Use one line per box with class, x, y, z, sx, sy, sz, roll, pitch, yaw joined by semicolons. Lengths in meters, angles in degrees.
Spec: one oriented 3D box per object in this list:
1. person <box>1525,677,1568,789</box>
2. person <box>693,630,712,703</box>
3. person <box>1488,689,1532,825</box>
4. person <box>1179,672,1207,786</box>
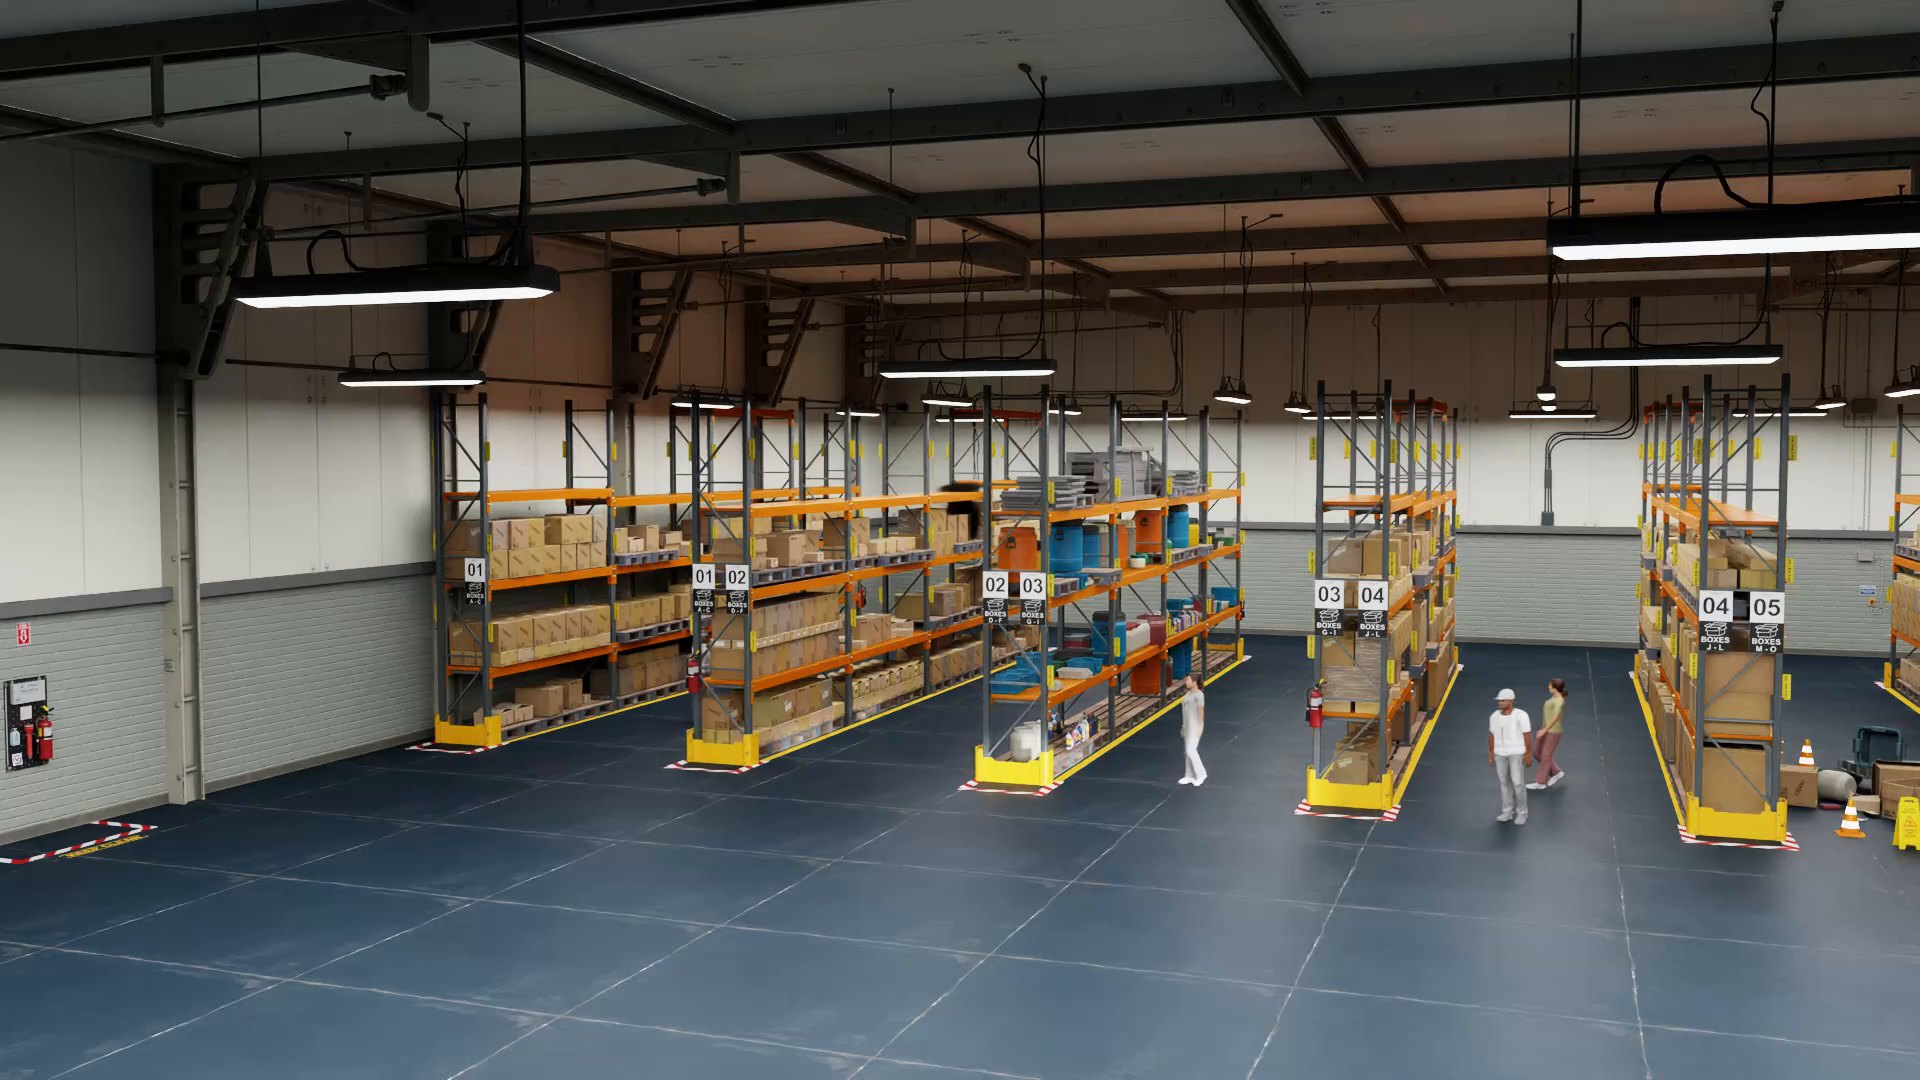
person;8.684;2.858;24.629;0.614;1.656;0.507;0;3;-3
person;-4.835;2.550;31.112;0.350;1.764;0.522;1;3;20
person;7.427;2.925;22.551;0.401;1.803;0.624;-3;4;-41
person;3.492;2.827;24.994;0.390;1.674;0.479;-1;3;-18
